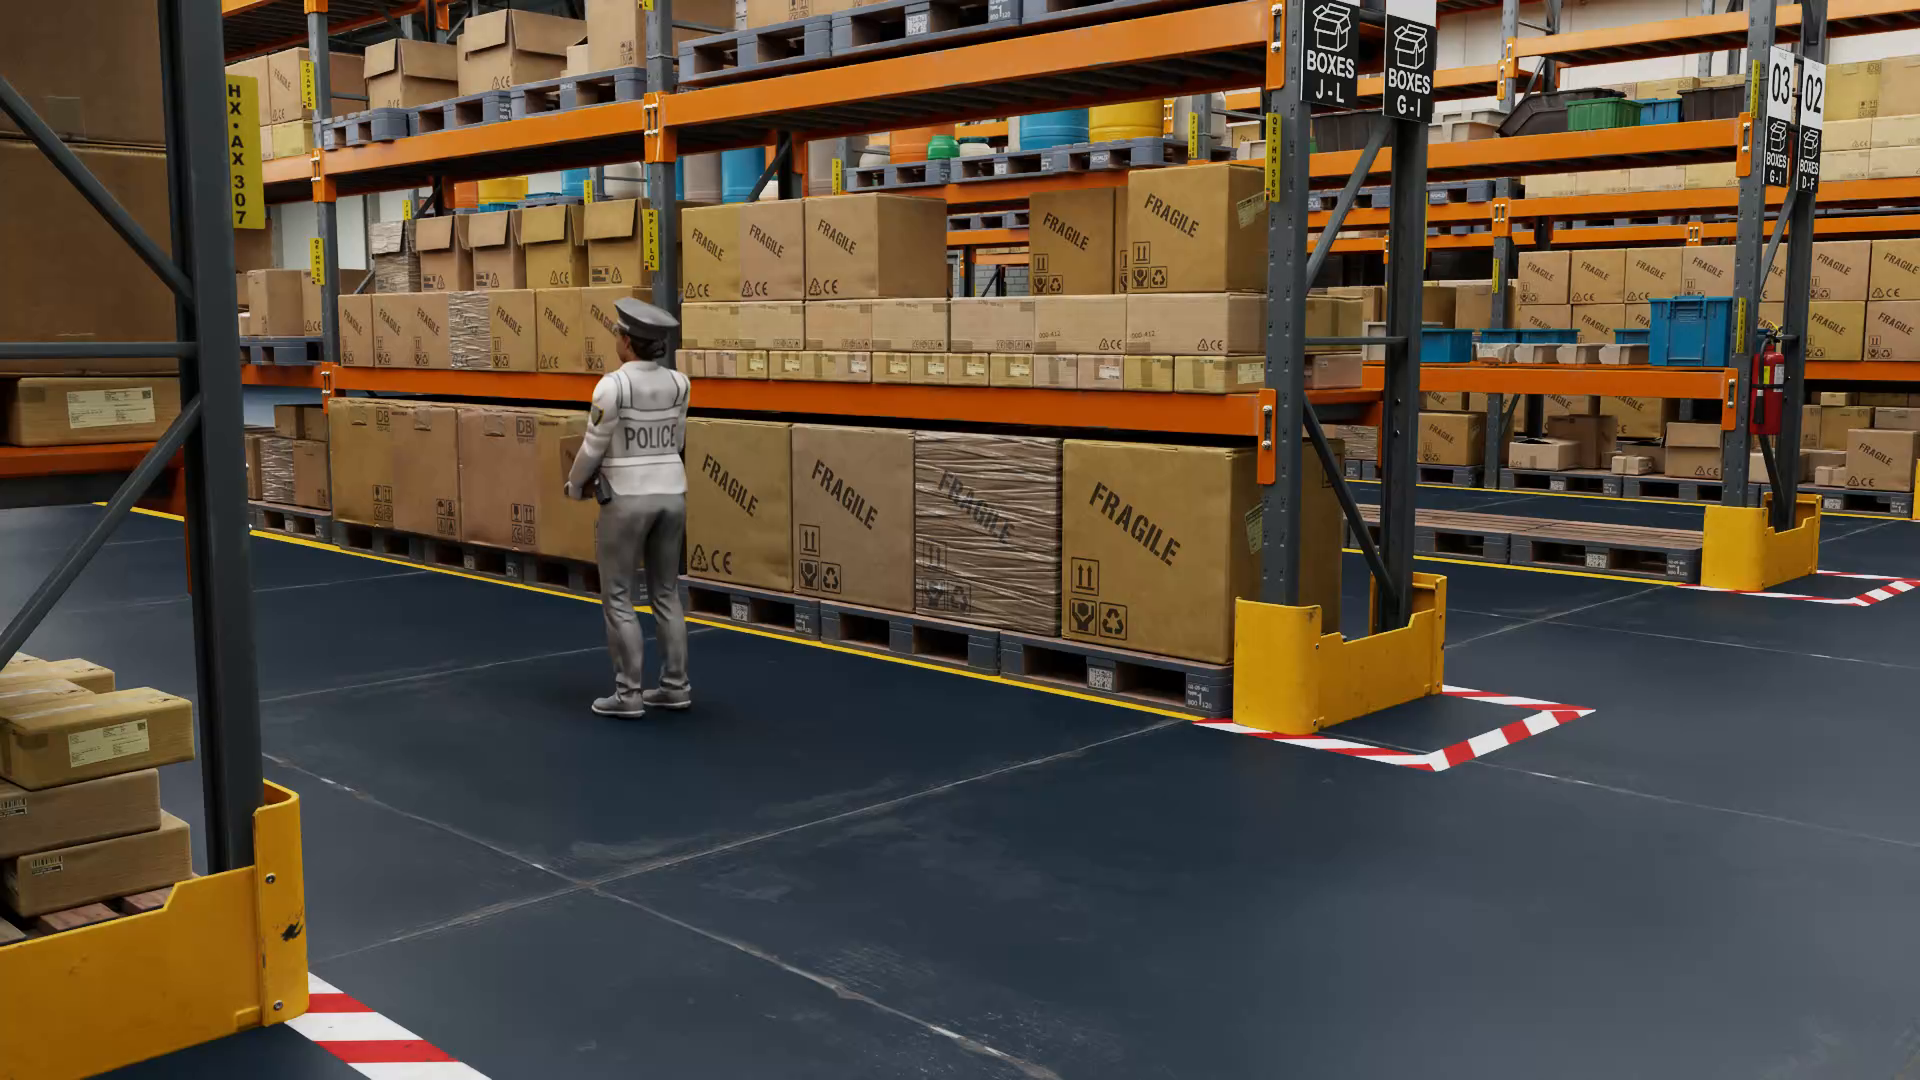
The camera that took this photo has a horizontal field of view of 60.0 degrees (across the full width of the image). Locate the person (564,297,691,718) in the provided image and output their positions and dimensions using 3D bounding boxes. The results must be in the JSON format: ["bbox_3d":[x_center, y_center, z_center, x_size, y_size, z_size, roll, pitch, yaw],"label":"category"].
[{"bbox_3d":[-1.340,-0.137,6.771,0.547,1.689,0.459,7,10,44],"label":"person"}]
